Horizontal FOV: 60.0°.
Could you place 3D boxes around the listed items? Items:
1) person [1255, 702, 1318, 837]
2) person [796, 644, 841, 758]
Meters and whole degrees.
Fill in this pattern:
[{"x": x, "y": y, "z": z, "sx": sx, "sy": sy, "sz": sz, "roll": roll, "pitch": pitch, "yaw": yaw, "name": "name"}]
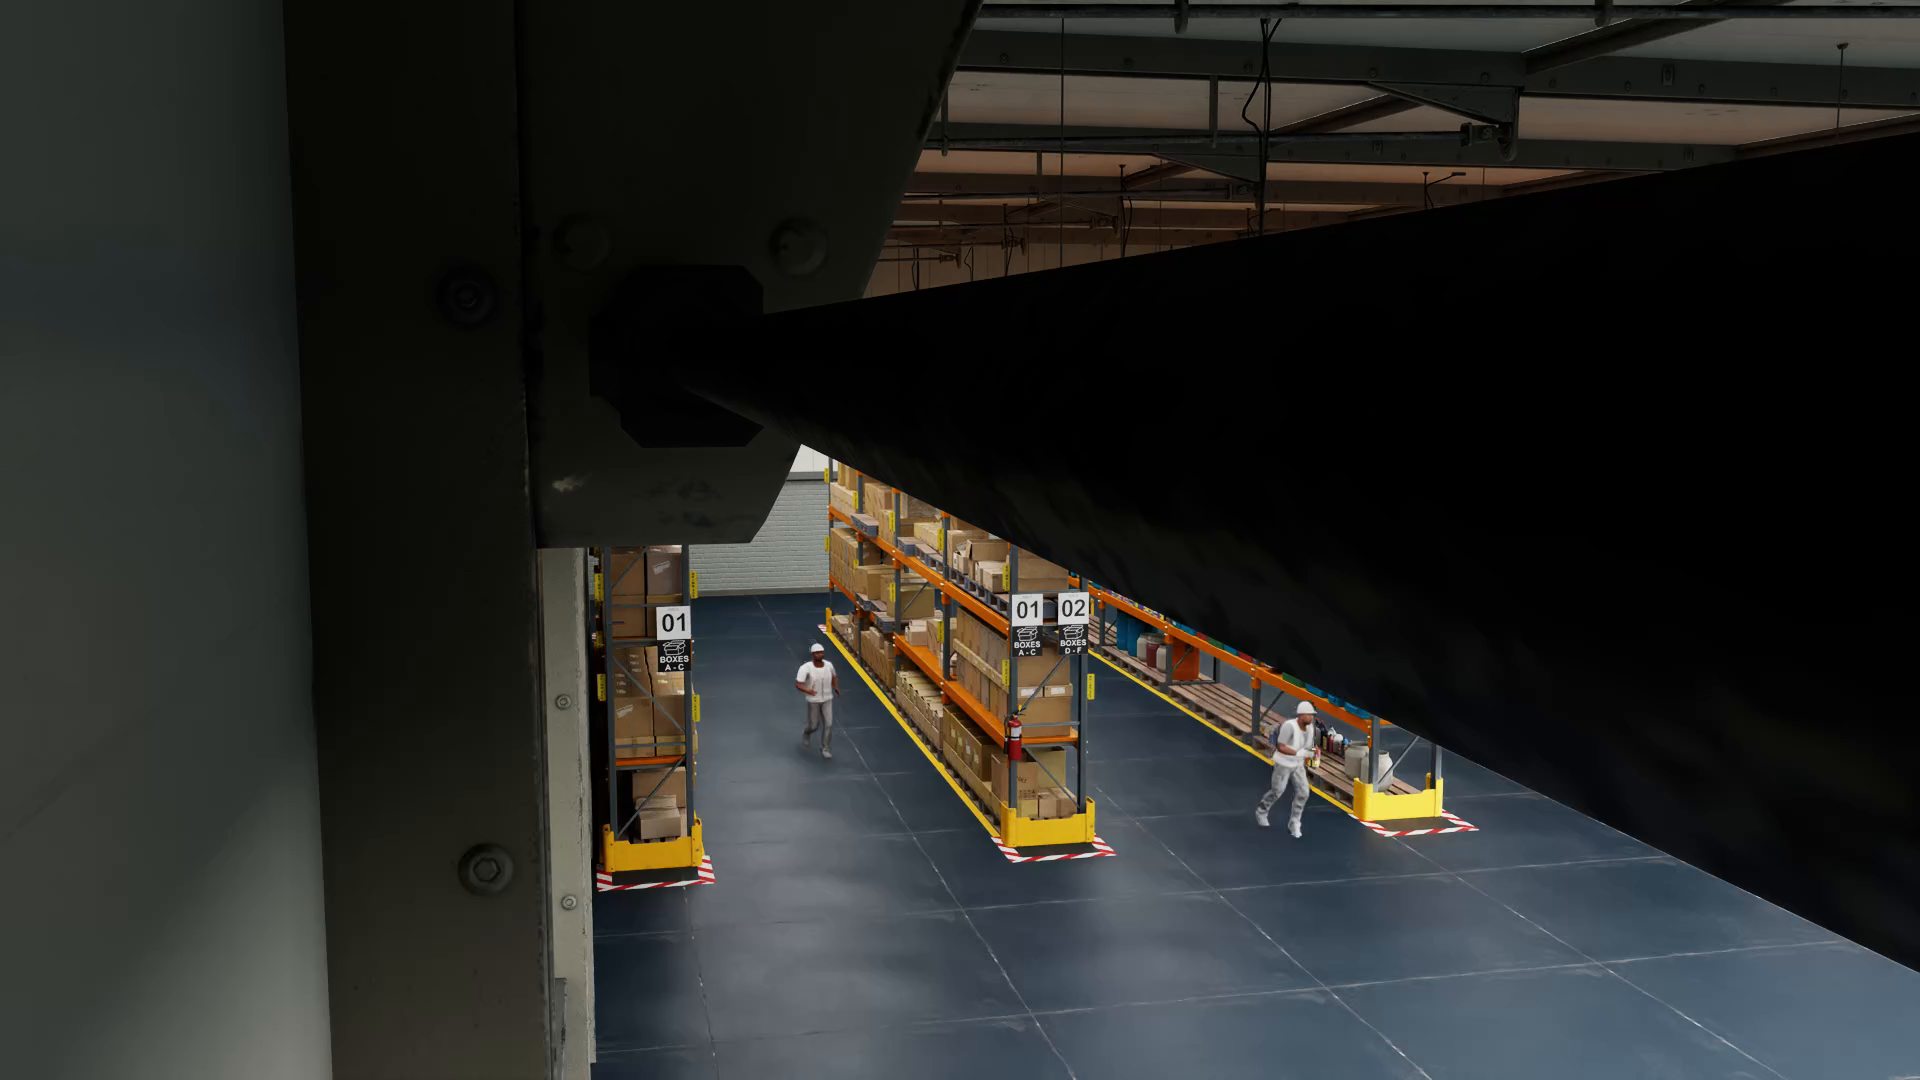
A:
[{"x": 4.286, "y": 2.956, "z": 21.537, "sx": 0.743, "sy": 1.821, "sz": 0.860, "roll": -5, "pitch": 8, "yaw": -37, "name": "person"}, {"x": -2.166, "y": 2.450, "z": 25.524, "sx": 0.714, "sy": 1.733, "sz": 0.791, "roll": -3, "pitch": 8, "yaw": -25, "name": "person"}]
